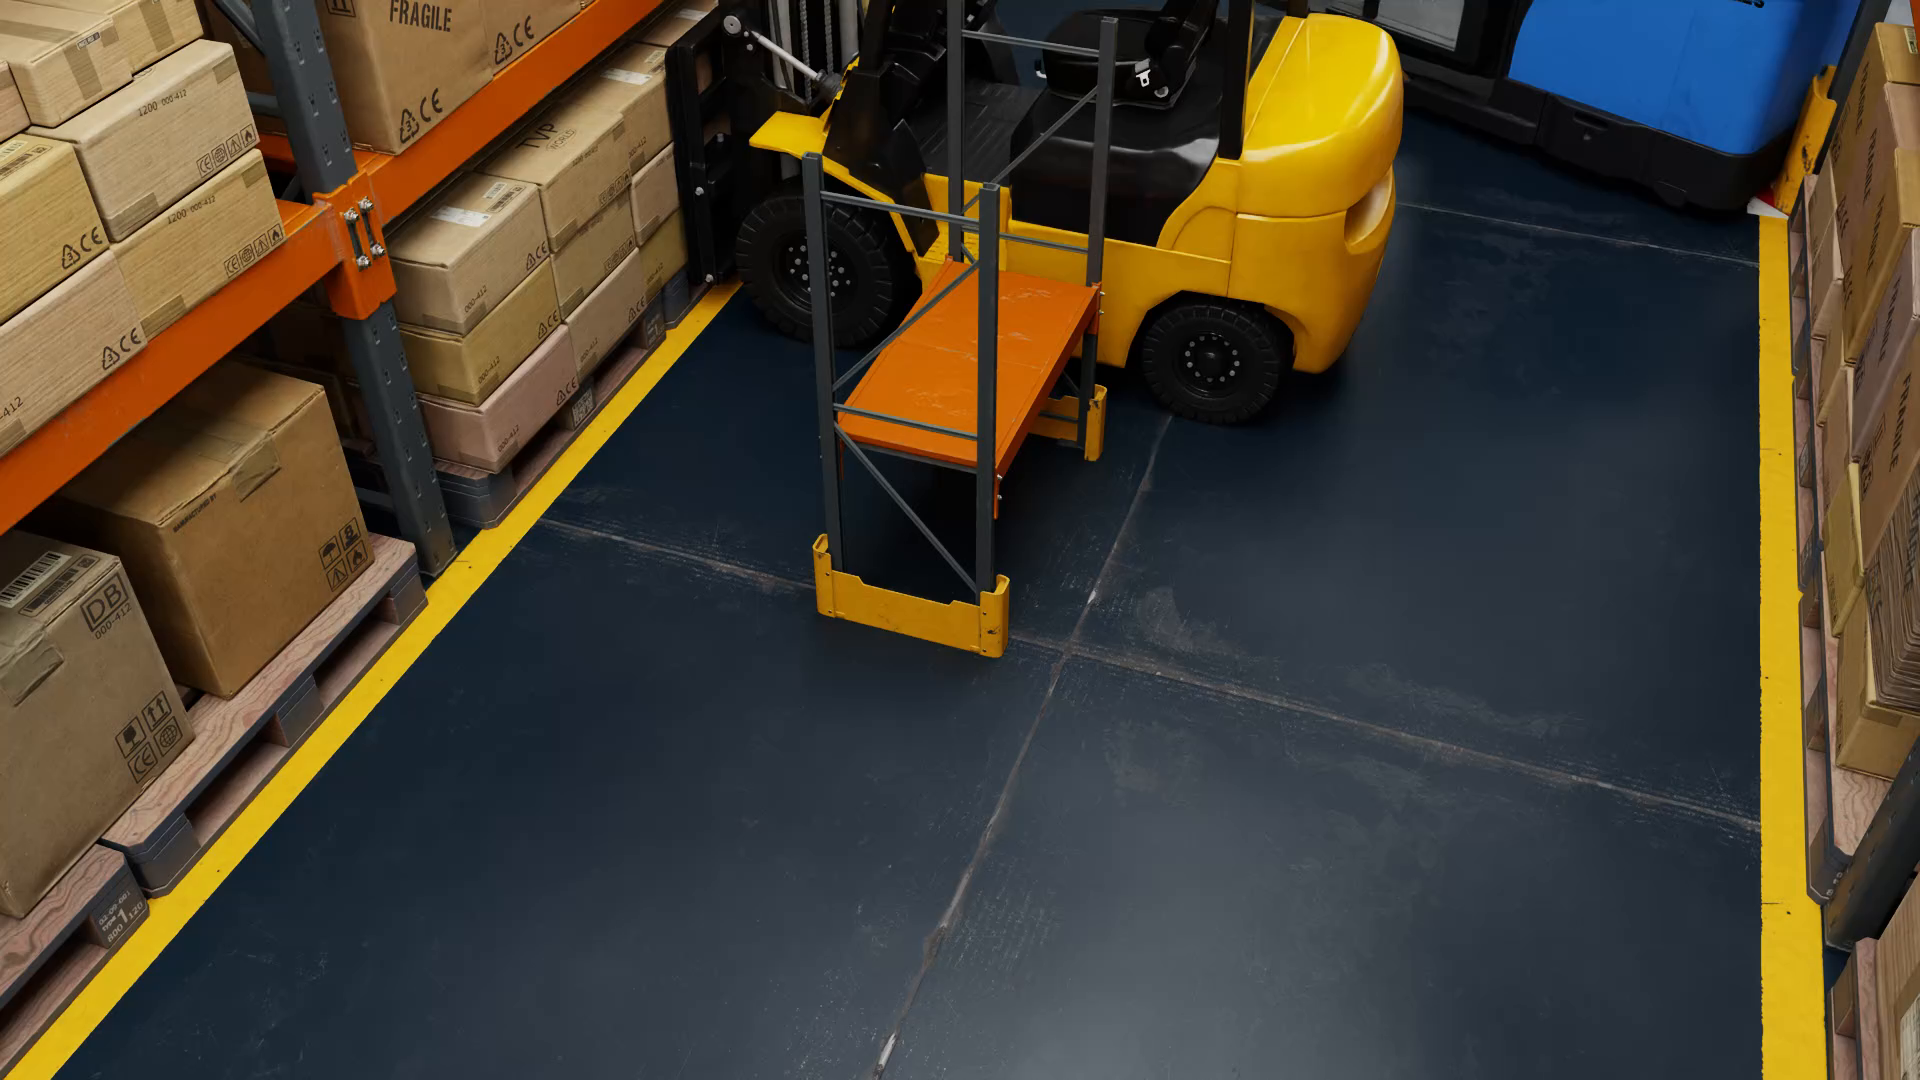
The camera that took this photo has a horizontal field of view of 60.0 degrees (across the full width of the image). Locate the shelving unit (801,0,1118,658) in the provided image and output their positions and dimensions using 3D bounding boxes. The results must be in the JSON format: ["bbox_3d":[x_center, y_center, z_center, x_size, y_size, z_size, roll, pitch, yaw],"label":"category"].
[{"bbox_3d":[0.026,-0.617,4.818,0.587,1.500,1.083,13,42,15],"label":"shelving unit"}]

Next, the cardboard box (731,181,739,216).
[{"bbox_3d":[-1.067,-1.437,6.418,0.500,0.250,0.500,15,43,16],"label":"cardboard box"}]

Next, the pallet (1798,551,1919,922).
[{"bbox_3d":[2.806,0.576,4.412,1.003,0.211,1.213,13,42,15],"label":"pallet"}]

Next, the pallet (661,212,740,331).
[{"bbox_3d":[-1.330,-1.328,6.644,1.003,0.211,1.213,13,42,15],"label":"pallet"}]

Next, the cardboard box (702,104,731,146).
[{"bbox_3d":[-1.074,-1.616,6.243,0.500,0.250,0.500,13,42,15],"label":"cardboard box"}]

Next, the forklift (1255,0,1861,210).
[{"bbox_3d":[2.367,-3.289,6.847,3.031,2.935,1.130,33,50,32],"label":"forklift"}]

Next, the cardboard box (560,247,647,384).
[{"bbox_3d":[-1.421,-0.815,5.689,0.500,0.250,0.500,12,42,14],"label":"cardboard box"}]

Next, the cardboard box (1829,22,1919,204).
[{"bbox_3d":[3.434,-1.461,5.868,0.500,0.500,0.500,12,42,14],"label":"cardboard box"}]

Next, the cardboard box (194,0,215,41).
[{"bbox_3d":[-2.157,-1.539,4.665,0.500,0.500,0.500,13,42,15],"label":"cardboard box"}]

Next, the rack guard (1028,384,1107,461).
[{"bbox_3d":[0.196,-0.445,5.579,0.587,0.250,0.087,13,42,15],"label":"rack guard"}]

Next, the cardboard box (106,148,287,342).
[{"bbox_3d":[-1.983,-0.744,3.927,0.500,0.250,0.500,14,42,16],"label":"cardboard box"}]

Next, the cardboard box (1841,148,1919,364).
[{"bbox_3d":[3.080,-0.837,5.137,0.500,0.500,0.500,14,42,16],"label":"cardboard box"}]

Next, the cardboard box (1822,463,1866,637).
[{"bbox_3d":[2.732,0.072,4.650,0.500,0.250,0.500,12,42,14],"label":"cardboard box"}]

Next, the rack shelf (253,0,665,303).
[{"bbox_3d":[-1.372,-2.113,5.970,1.077,0.370,4.000,13,42,15],"label":"rack shelf"}]

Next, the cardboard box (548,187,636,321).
[{"bbox_3d":[-1.430,-1.005,5.526,0.500,0.250,0.500,13,42,15],"label":"cardboard box"}]

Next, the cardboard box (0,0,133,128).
[{"bbox_3d":[-2.036,-1.032,3.572,0.380,0.149,0.250,13,42,14],"label":"cardboard box"}]

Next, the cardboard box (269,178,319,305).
[{"bbox_3d":[-2.070,-1.004,5.140,0.500,0.250,0.500,14,42,16],"label":"cardboard box"}]

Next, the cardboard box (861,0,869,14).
[{"bbox_3d":[-0.561,-2.544,7.330,0.500,0.250,0.500,13,42,15],"label":"cardboard box"}]

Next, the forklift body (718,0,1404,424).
[{"bbox_3d":[0.377,-1.722,5.611,2.313,2.155,1.214,13,42,15],"label":"forklift body"}]

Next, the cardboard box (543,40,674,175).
[{"bbox_3d":[-1.252,-1.502,5.724,0.500,0.250,0.500,15,43,17],"label":"cardboard box"}]

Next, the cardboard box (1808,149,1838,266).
[{"bbox_3d":[3.441,-1.190,6.129,0.500,0.250,0.500,13,42,15],"label":"cardboard box"}]

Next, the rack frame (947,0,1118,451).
[{"bbox_3d":[0.203,-0.933,5.188,0.500,1.500,0.032,13,42,15],"label":"rack frame"}]

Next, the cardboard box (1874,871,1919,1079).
[{"bbox_3d":[2.432,1.093,3.359,0.950,0.372,0.625,14,42,16],"label":"cardboard box"}]

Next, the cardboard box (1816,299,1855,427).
[{"bbox_3d":[3.085,-0.545,5.372,0.500,0.250,0.500,16,43,18],"label":"cardboard box"}]

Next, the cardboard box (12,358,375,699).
[{"bbox_3d":[-2.224,-0.102,4.565,0.875,0.625,0.625,15,43,17],"label":"cardboard box"}]

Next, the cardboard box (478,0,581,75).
[{"bbox_3d":[-1.497,-1.739,4.900,0.500,0.500,0.500,14,42,16],"label":"cardboard box"}]

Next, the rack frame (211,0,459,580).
[{"bbox_3d":[-2.056,-1.167,4.306,1.000,3.000,0.127,13,42,15],"label":"rack frame"}]

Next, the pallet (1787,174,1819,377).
[{"bbox_3d":[3.640,-0.912,6.156,1.003,0.211,1.213,13,42,15],"label":"pallet"}]

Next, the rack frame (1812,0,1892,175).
[{"bbox_3d":[3.977,-2.507,5.877,1.000,3.000,0.127,13,42,15],"label":"rack frame"}]

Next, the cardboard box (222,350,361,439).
[{"bbox_3d":[-2.080,-0.621,5.462,0.500,0.250,0.500,14,42,16],"label":"cardboard box"}]

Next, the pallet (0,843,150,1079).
[{"bbox_3d":[-2.687,1.099,3.799,1.003,0.211,1.213,13,42,15],"label":"pallet"}]

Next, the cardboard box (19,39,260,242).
[{"bbox_3d":[-1.984,-0.943,3.775,0.500,0.250,0.500,12,42,14],"label":"cardboard box"}]

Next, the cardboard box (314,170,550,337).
[{"bbox_3d":[-1.596,-0.886,5.002,0.500,0.250,0.500,13,42,14],"label":"cardboard box"}]

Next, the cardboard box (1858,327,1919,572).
[{"bbox_3d":[2.732,-0.197,4.387,0.500,0.500,0.500,14,42,16],"label":"cardboard box"}]
